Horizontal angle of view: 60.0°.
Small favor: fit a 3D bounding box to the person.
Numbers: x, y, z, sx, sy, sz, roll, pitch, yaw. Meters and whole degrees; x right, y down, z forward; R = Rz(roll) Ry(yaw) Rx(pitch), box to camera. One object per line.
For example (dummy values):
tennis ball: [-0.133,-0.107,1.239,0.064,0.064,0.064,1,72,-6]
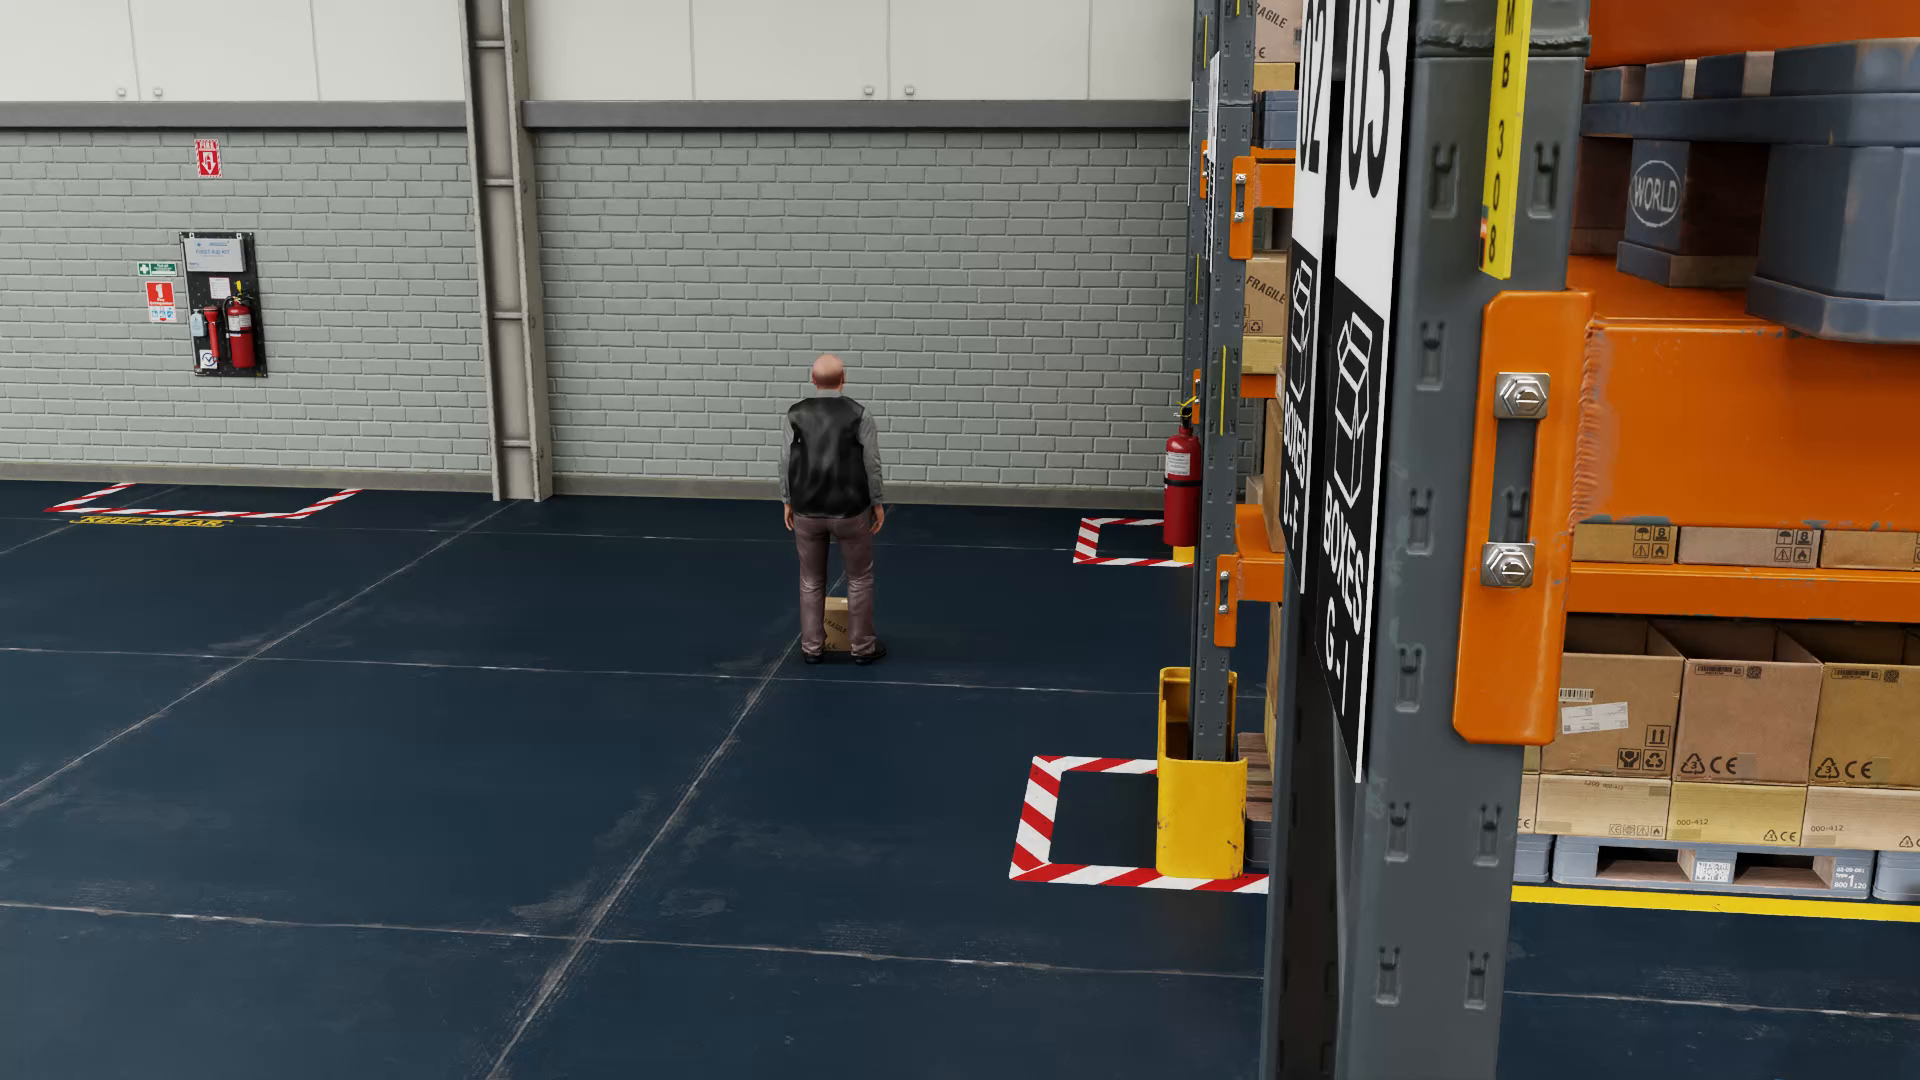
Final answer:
person: [-0.707,-0.106,9.184,0.580,1.617,0.421,2,14,6]
